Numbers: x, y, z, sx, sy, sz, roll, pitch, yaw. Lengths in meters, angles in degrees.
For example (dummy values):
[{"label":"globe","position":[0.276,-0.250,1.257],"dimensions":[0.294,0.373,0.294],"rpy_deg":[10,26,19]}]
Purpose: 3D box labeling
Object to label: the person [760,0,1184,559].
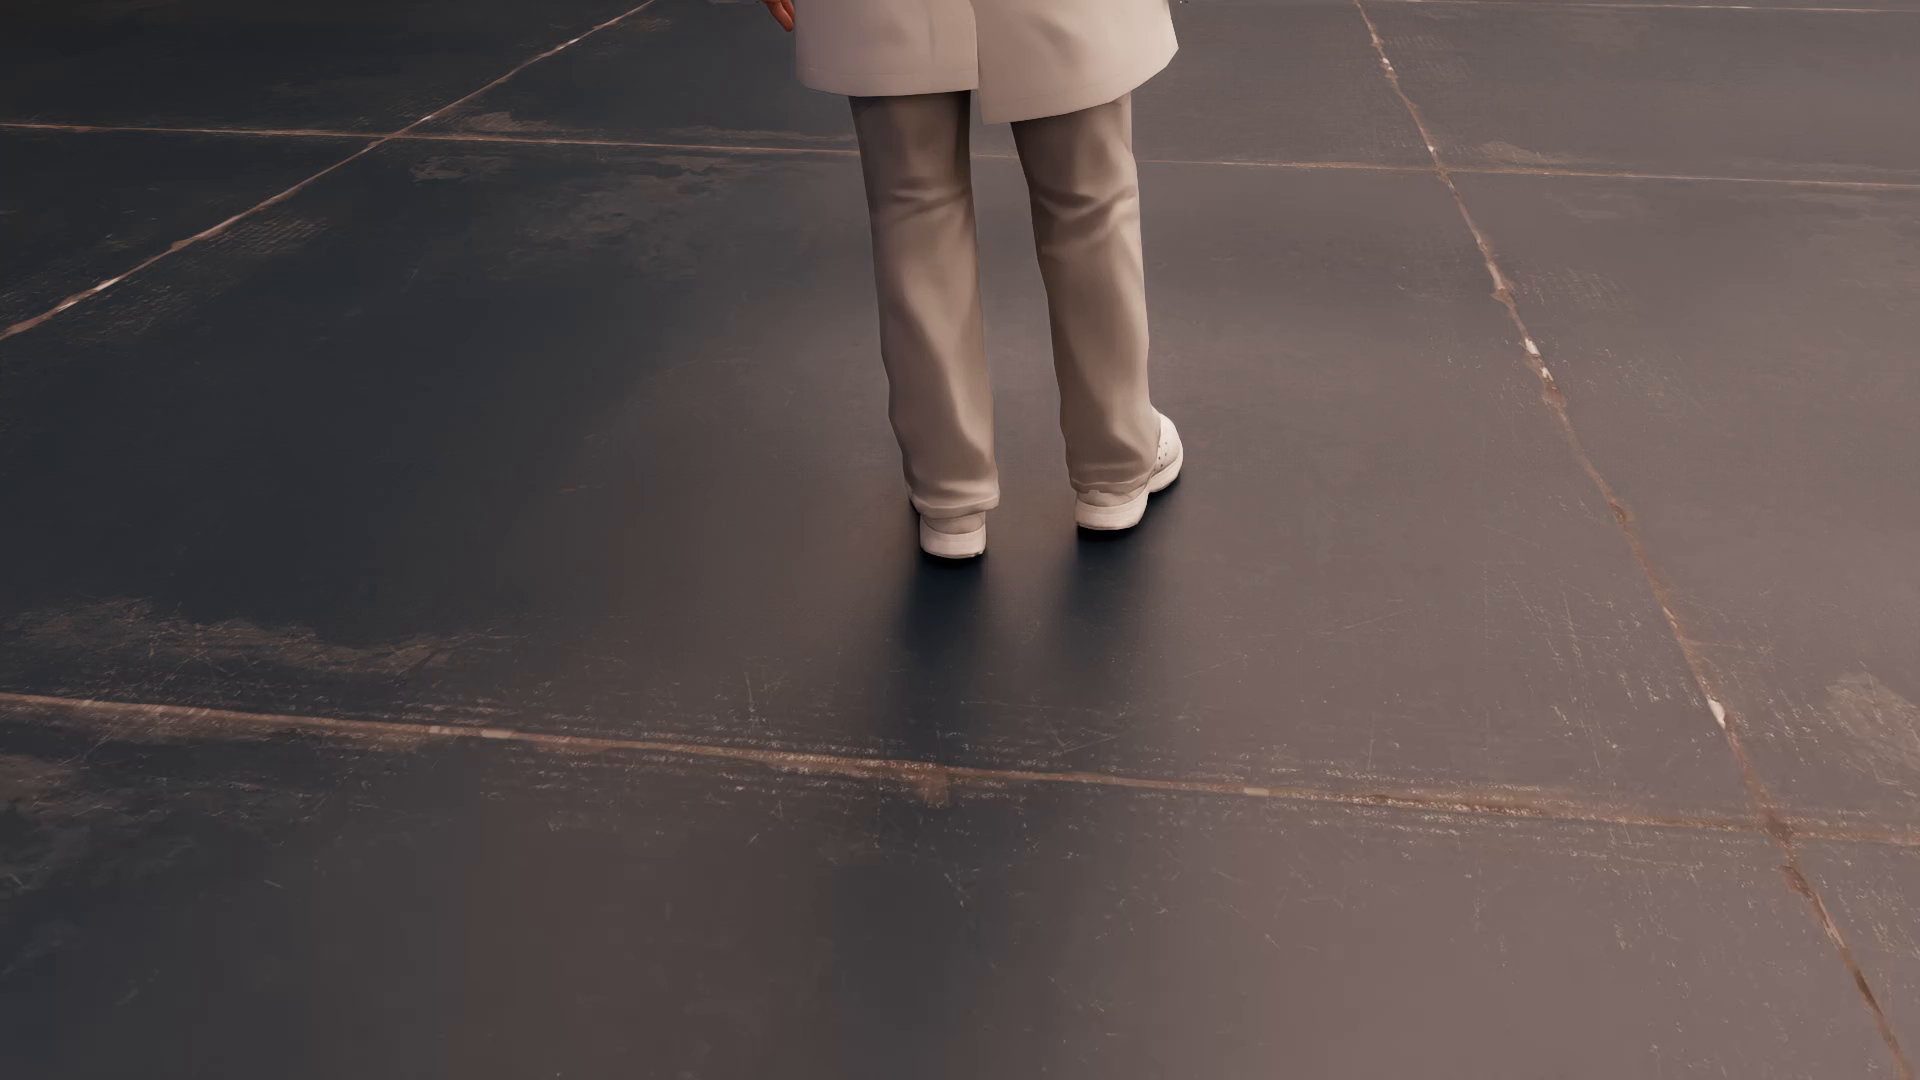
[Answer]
[{"label":"person","position":[0.022,-0.841,2.179],"dimensions":[0.684,1.776,0.581],"rpy_deg":[3,27,7]}]
